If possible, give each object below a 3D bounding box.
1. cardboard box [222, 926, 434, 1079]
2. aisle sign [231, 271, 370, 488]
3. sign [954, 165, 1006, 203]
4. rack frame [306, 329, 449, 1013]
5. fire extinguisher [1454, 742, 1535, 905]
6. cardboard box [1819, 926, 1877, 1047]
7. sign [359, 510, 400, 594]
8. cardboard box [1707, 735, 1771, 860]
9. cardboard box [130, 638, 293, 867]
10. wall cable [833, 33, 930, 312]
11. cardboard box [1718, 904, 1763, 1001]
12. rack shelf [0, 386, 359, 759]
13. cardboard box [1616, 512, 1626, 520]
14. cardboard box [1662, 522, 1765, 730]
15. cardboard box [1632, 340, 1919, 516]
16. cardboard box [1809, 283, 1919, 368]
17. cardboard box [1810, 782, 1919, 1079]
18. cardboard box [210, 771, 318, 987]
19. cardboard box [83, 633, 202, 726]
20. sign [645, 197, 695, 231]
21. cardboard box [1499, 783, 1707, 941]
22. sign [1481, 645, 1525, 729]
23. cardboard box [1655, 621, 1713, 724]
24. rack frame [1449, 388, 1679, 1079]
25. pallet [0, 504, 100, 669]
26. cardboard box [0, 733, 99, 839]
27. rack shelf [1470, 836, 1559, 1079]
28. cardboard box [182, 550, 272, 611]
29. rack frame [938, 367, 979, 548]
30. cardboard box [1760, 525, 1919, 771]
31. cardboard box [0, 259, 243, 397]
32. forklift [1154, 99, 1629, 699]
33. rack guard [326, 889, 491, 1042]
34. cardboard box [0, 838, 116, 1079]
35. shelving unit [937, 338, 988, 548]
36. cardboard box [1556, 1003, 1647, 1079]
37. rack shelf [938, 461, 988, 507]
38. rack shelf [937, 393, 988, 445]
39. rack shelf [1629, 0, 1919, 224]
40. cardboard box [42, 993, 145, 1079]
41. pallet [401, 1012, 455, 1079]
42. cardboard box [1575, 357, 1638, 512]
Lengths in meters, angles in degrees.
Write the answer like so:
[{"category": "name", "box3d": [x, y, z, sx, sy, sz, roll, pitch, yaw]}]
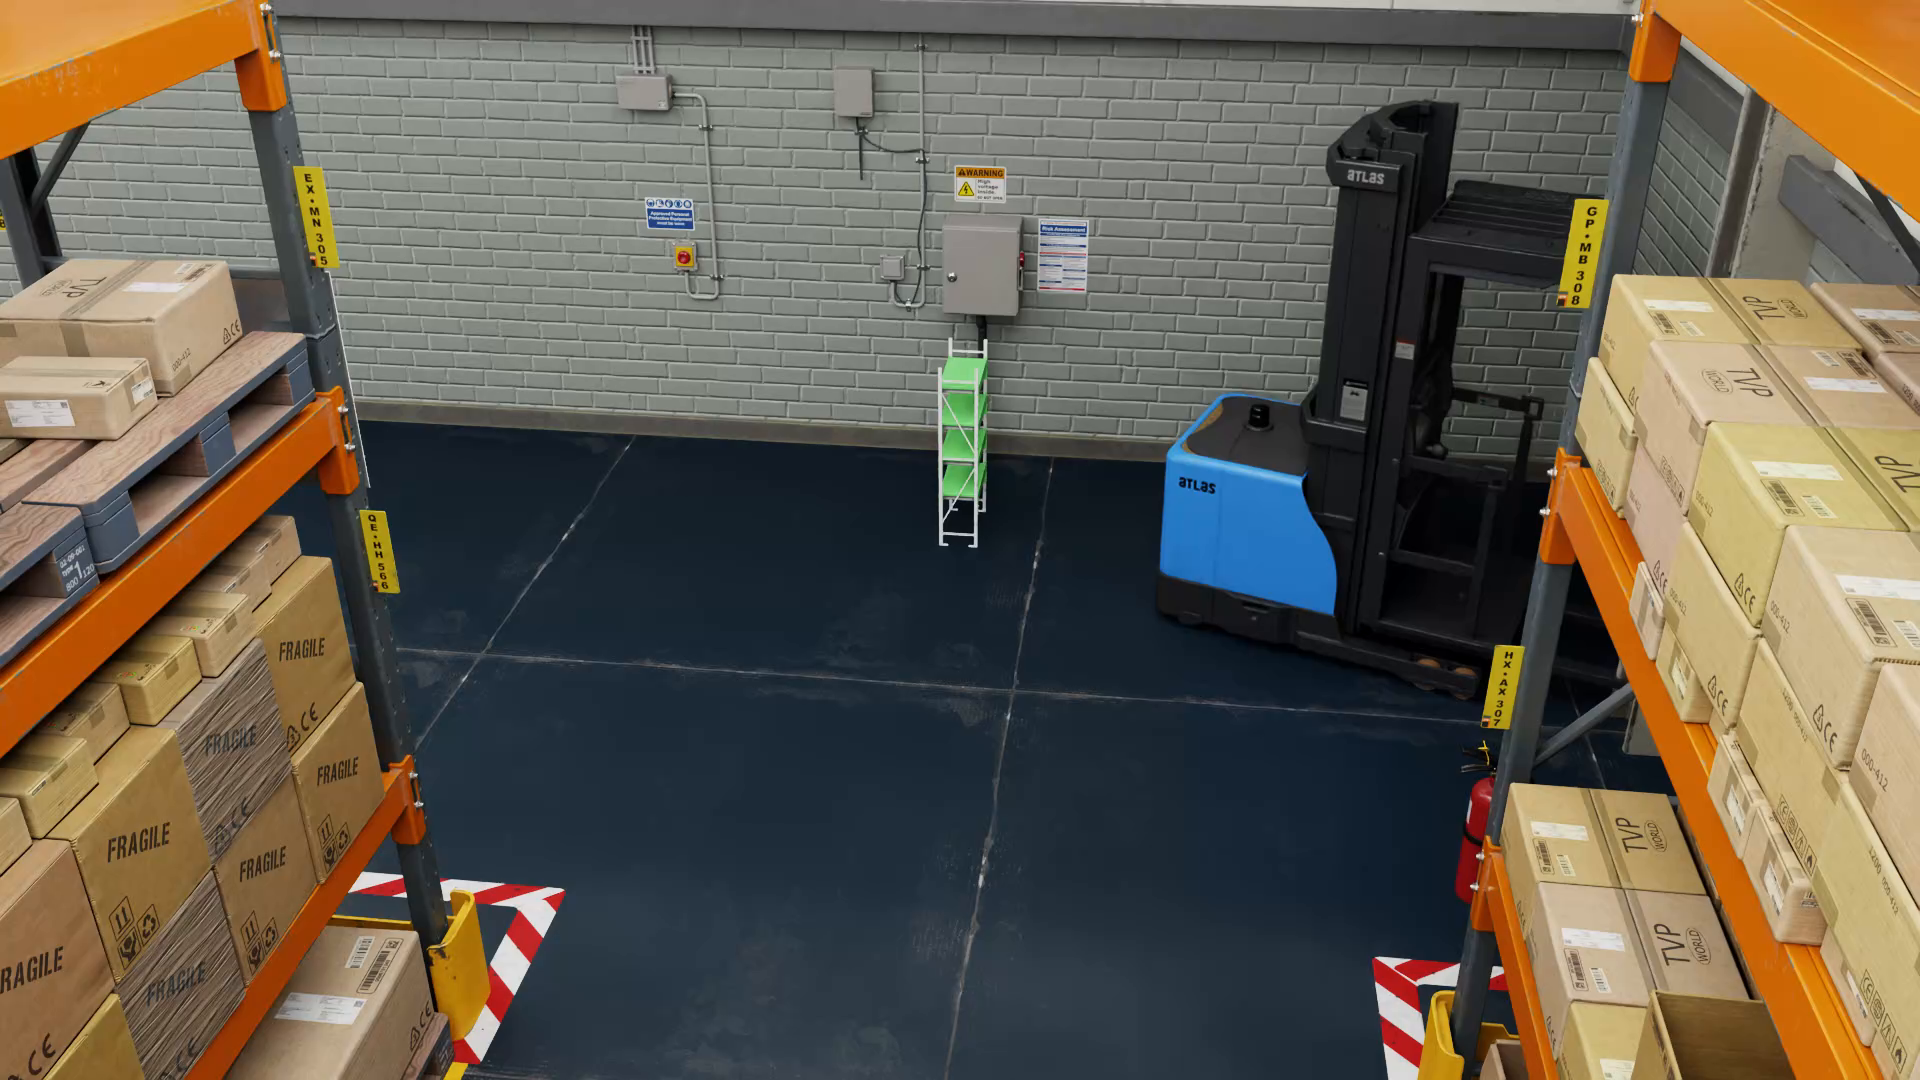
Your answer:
[{"category": "cardboard box", "box3d": [-2.555, 1.878, 6.151, 0.875, 0.438, 0.875, 2, 28, 4]}, {"category": "aisle sign", "box3d": [-2.257, -0.541, 5.644, 0.394, 0.787, 0.004, 3, 28, 6]}, {"category": "sign", "box3d": [0.132, -2.310, 10.797, 0.339, 0.242, 0.001, 3, 28, 6]}, {"category": "rack frame", "box3d": [-2.574, 0.619, 6.231, 1.000, 3.000, 0.127, 3, 28, 6]}, {"category": "fire extinguisher", "box3d": [1.912, 1.008, 5.984, 0.296, 0.674, 0.183, 3, 28, 6]}, {"category": "cardboard box", "box3d": [1.810, 0.793, 3.010, 0.380, 0.149, 0.250, 4, 29, 7]}, {"category": "sign", "box3d": [-2.037, 0.043, 5.829, 0.100, 0.325, 0.005, 3, 28, 6]}, {"category": "cardboard box", "box3d": [1.799, 0.548, 3.464, 0.380, 0.149, 0.250, 3, 29, 6]}, {"category": "cardboard box", "box3d": [-2.431, 0.623, 5.063, 0.500, 0.500, 0.500, 3, 29, 6]}, {"category": "wall cable", "box3d": [-0.497, -2.407, 10.776, 0.588, 1.984, 0.122, 3, 28, 6]}, {"category": "cardboard box", "box3d": [2.496, 1.315, 4.783, 0.500, 0.250, 0.500, 3, 29, 6]}, {"category": "rack shelf", "box3d": [-2.819, 0.556, 3.942, 1.077, 0.370, 4.000, 3, 28, 6]}, {"category": "cardboard box", "box3d": [2.083, -0.168, 4.793, 0.380, 0.149, 0.250, 4, 29, 7]}, {"category": "cardboard box", "box3d": [1.911, 0.194, 3.702, 0.500, 0.250, 0.500, 3, 28, 5]}, {"category": "cardboard box", "box3d": [1.968, -0.267, 4.031, 0.500, 0.250, 0.500, 3, 28, 6]}, {"category": "cardboard box", "box3d": [2.576, -0.475, 4.415, 0.500, 0.250, 0.500, 3, 28, 5]}, {"category": "cardboard box", "box3d": [1.801, 0.676, 2.807, 0.500, 0.250, 0.500, 4, 29, 7]}, {"category": "cardboard box", "box3d": [-2.446, 1.053, 5.320, 0.500, 0.500, 0.500, 3, 28, 5]}, {"category": "cardboard box", "box3d": [-2.446, 0.393, 4.806, 0.380, 0.149, 0.250, 4, 29, 7]}, {"category": "sign", "box3d": [-1.946, -2.187, 11.155, 0.327, 0.218, 0.001, 3, 28, 6]}, {"category": "cardboard box", "box3d": [2.030, 1.039, 5.296, 0.500, 0.250, 0.500, 4, 29, 6]}, {"category": "sign", "box3d": [1.815, 0.493, 5.552, 0.100, 0.325, 0.005, 3, 28, 6]}, {"category": "cardboard box", "box3d": [1.871, 0.312, 3.903, 0.380, 0.149, 0.250, 3, 28, 6]}, {"category": "rack frame", "box3d": [2.353, 0.906, 5.699, 1.000, 3.000, 0.127, 3, 28, 6]}, {"category": "pallet", "box3d": [-2.801, 0.263, 3.822, 1.003, 0.211, 1.213, 3, 28, 6]}, {"category": "cardboard box", "box3d": [-2.521, 0.633, 4.360, 0.380, 0.149, 0.250, 4, 29, 7]}, {"category": "rack shelf", "box3d": [2.108, 2.164, 4.122, 1.077, 0.370, 4.000, 3, 28, 6]}, {"category": "cardboard box", "box3d": [-2.426, 0.151, 5.256, 0.380, 0.149, 0.250, 4, 29, 7]}, {"category": "rack frame", "box3d": [-0.010, -0.491, 10.189, 0.240, 1.200, 0.015, 3, 28, 6]}, {"category": "cardboard box", "box3d": [1.868, 0.210, 3.144, 0.500, 0.250, 0.500, 4, 29, 8]}, {"category": "cardboard box", "box3d": [-2.539, -0.648, 5.029, 0.500, 0.250, 0.500, 1, 28, 2]}, {"category": "forklift", "box3d": [2.684, -0.722, 8.793, 3.031, 2.935, 1.130, 14, 31, 24]}, {"category": "rack guard", "box3d": [-2.571, 1.708, 6.845, 1.175, 0.500, 0.348, 3, 28, 6]}, {"category": "cardboard box", "box3d": [-2.559, 1.092, 4.192, 0.500, 0.500, 0.500, 3, 28, 6]}, {"category": "shelving unit", "box3d": [0.020, -0.606, 10.402, 0.258, 1.200, 0.503, 3, 28, 6]}, {"category": "cardboard box", "box3d": [1.910, 1.515, 4.412, 0.500, 0.250, 0.500, 3, 28, 5]}, {"category": "rack shelf", "box3d": [0.020, -0.339, 10.546, 0.258, 0.148, 0.480, 3, 28, 6]}, {"category": "rack shelf", "box3d": [0.020, -0.761, 10.319, 0.258, 0.148, 0.480, 3, 28, 6]}, {"category": "rack shelf", "box3d": [2.108, -0.476, 2.700, 1.077, 0.370, 4.000, 3, 28, 6]}, {"category": "cardboard box", "box3d": [-2.550, 1.539, 4.417, 0.500, 0.500, 0.500, 4, 29, 8]}, {"category": "pallet", "box3d": [-2.594, 2.227, 6.185, 1.003, 0.211, 1.213, 3, 28, 6]}, {"category": "cardboard box", "box3d": [2.027, -0.287, 4.594, 0.500, 0.250, 0.500, 3, 28, 6]}]
